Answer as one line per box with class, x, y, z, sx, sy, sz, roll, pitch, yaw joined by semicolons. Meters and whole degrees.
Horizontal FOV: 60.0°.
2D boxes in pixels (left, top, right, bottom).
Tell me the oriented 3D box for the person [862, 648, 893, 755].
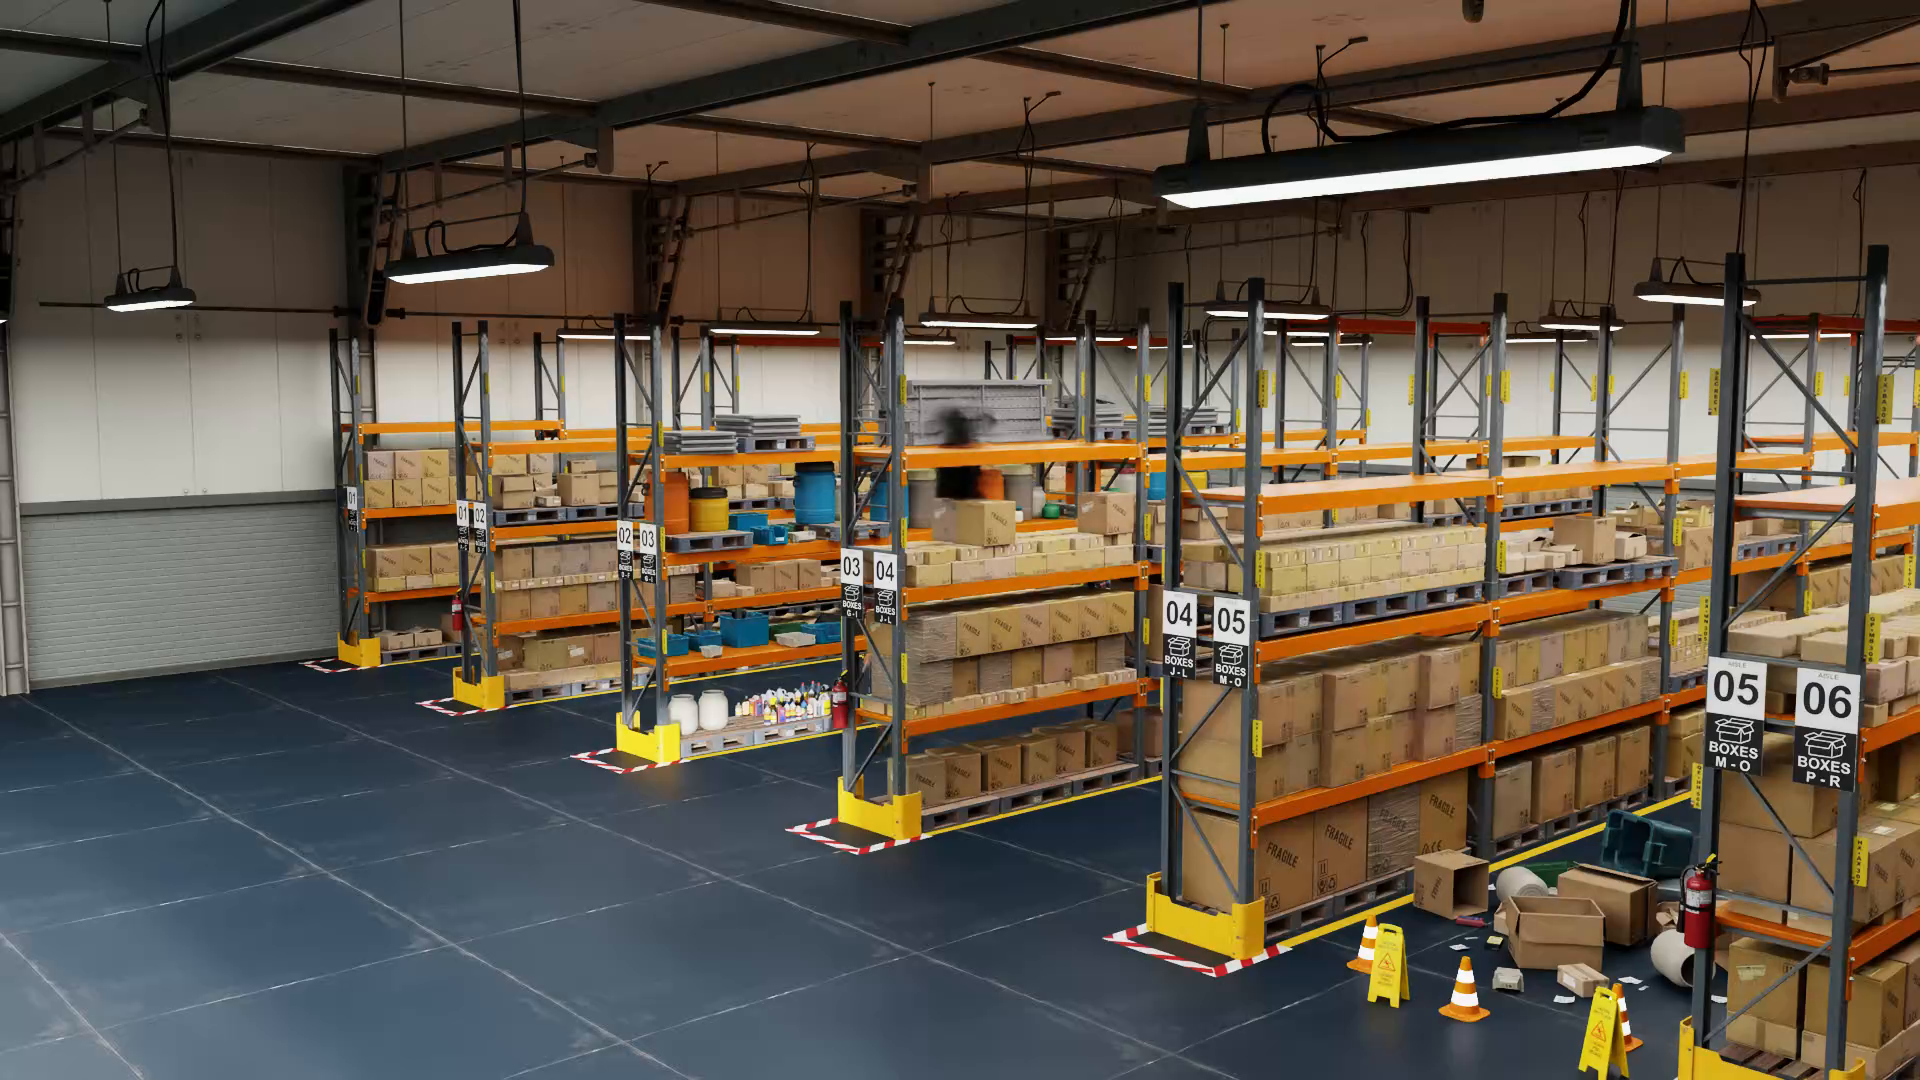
person;-0.971;1.848;21.677;0.641;1.809;0.786;4;7;33
